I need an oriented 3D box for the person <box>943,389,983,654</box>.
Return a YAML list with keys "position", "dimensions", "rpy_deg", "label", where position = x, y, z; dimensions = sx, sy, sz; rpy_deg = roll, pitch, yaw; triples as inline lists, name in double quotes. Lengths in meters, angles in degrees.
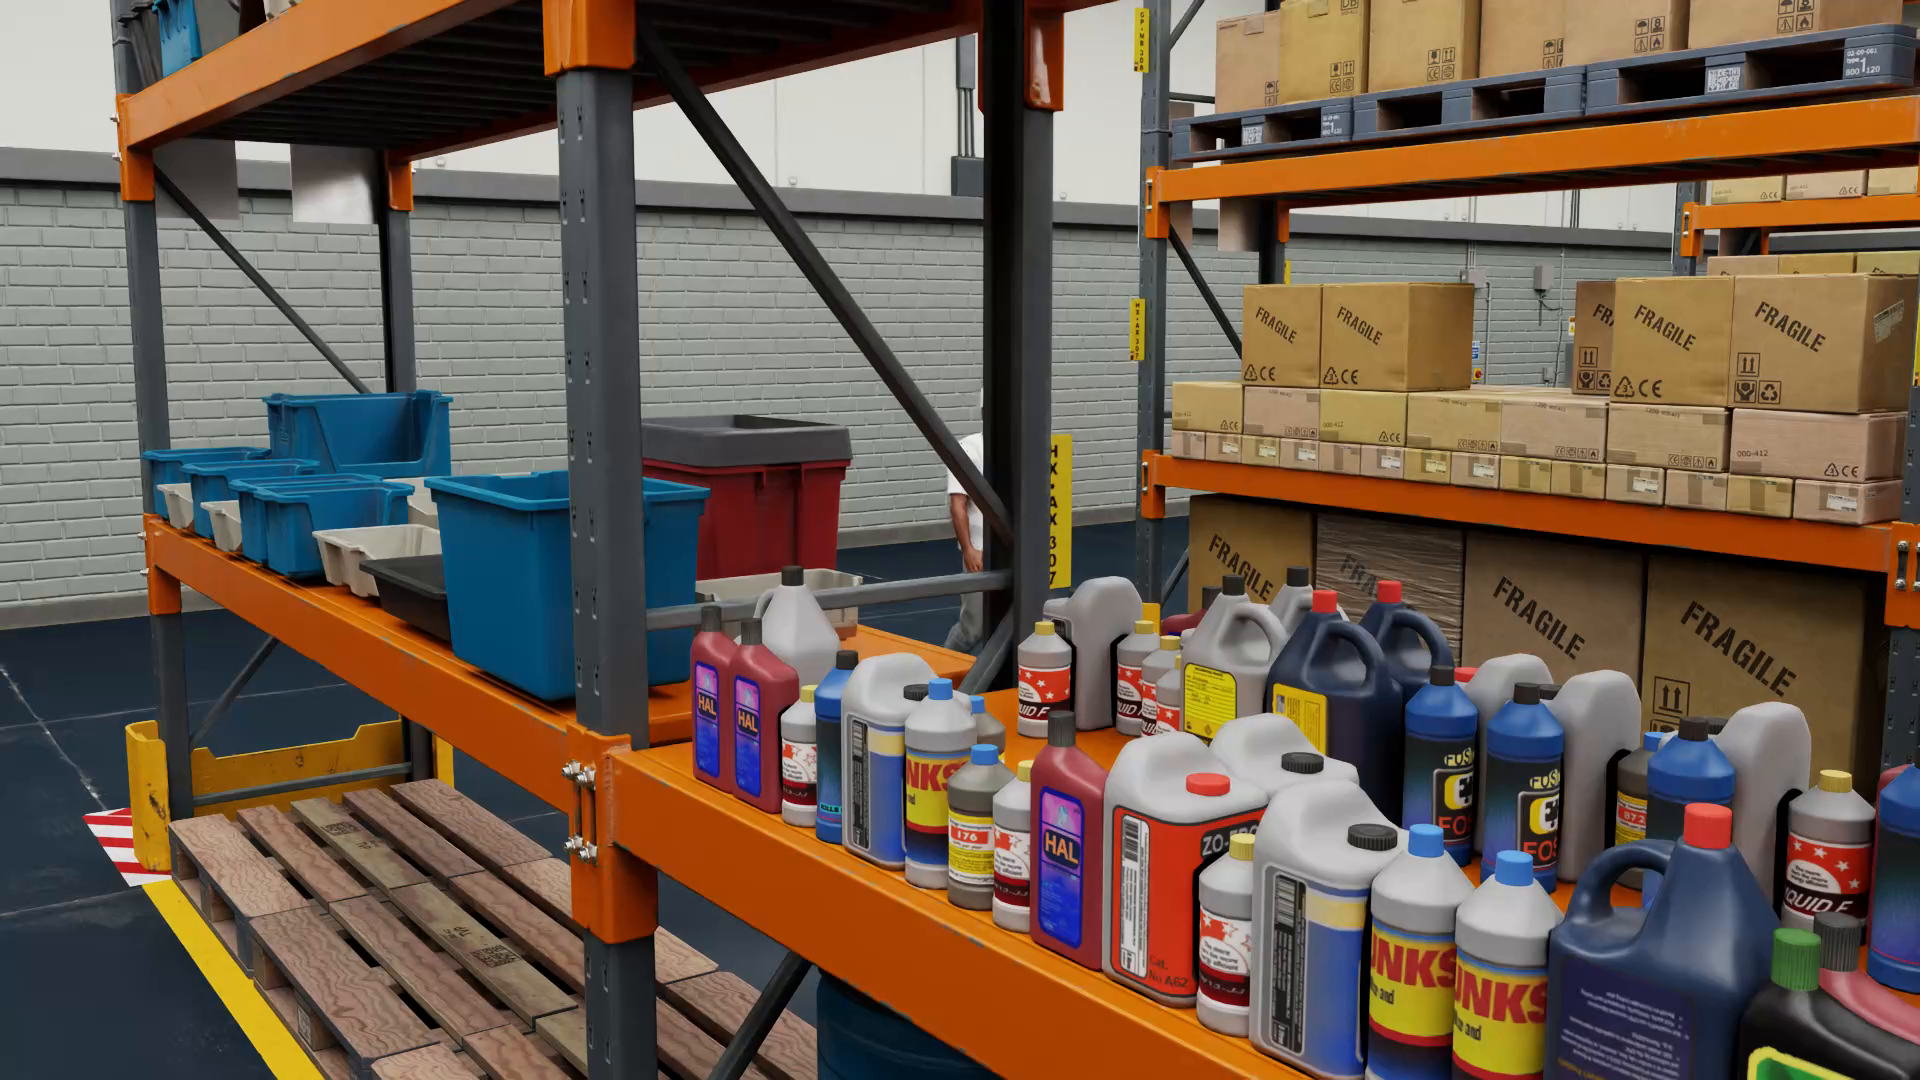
- position: [0.210, 0.061, 8.391]
  dimensions: [0.583, 1.738, 0.986]
  rpy_deg: [-4, 9, -25]
  label: "person"
